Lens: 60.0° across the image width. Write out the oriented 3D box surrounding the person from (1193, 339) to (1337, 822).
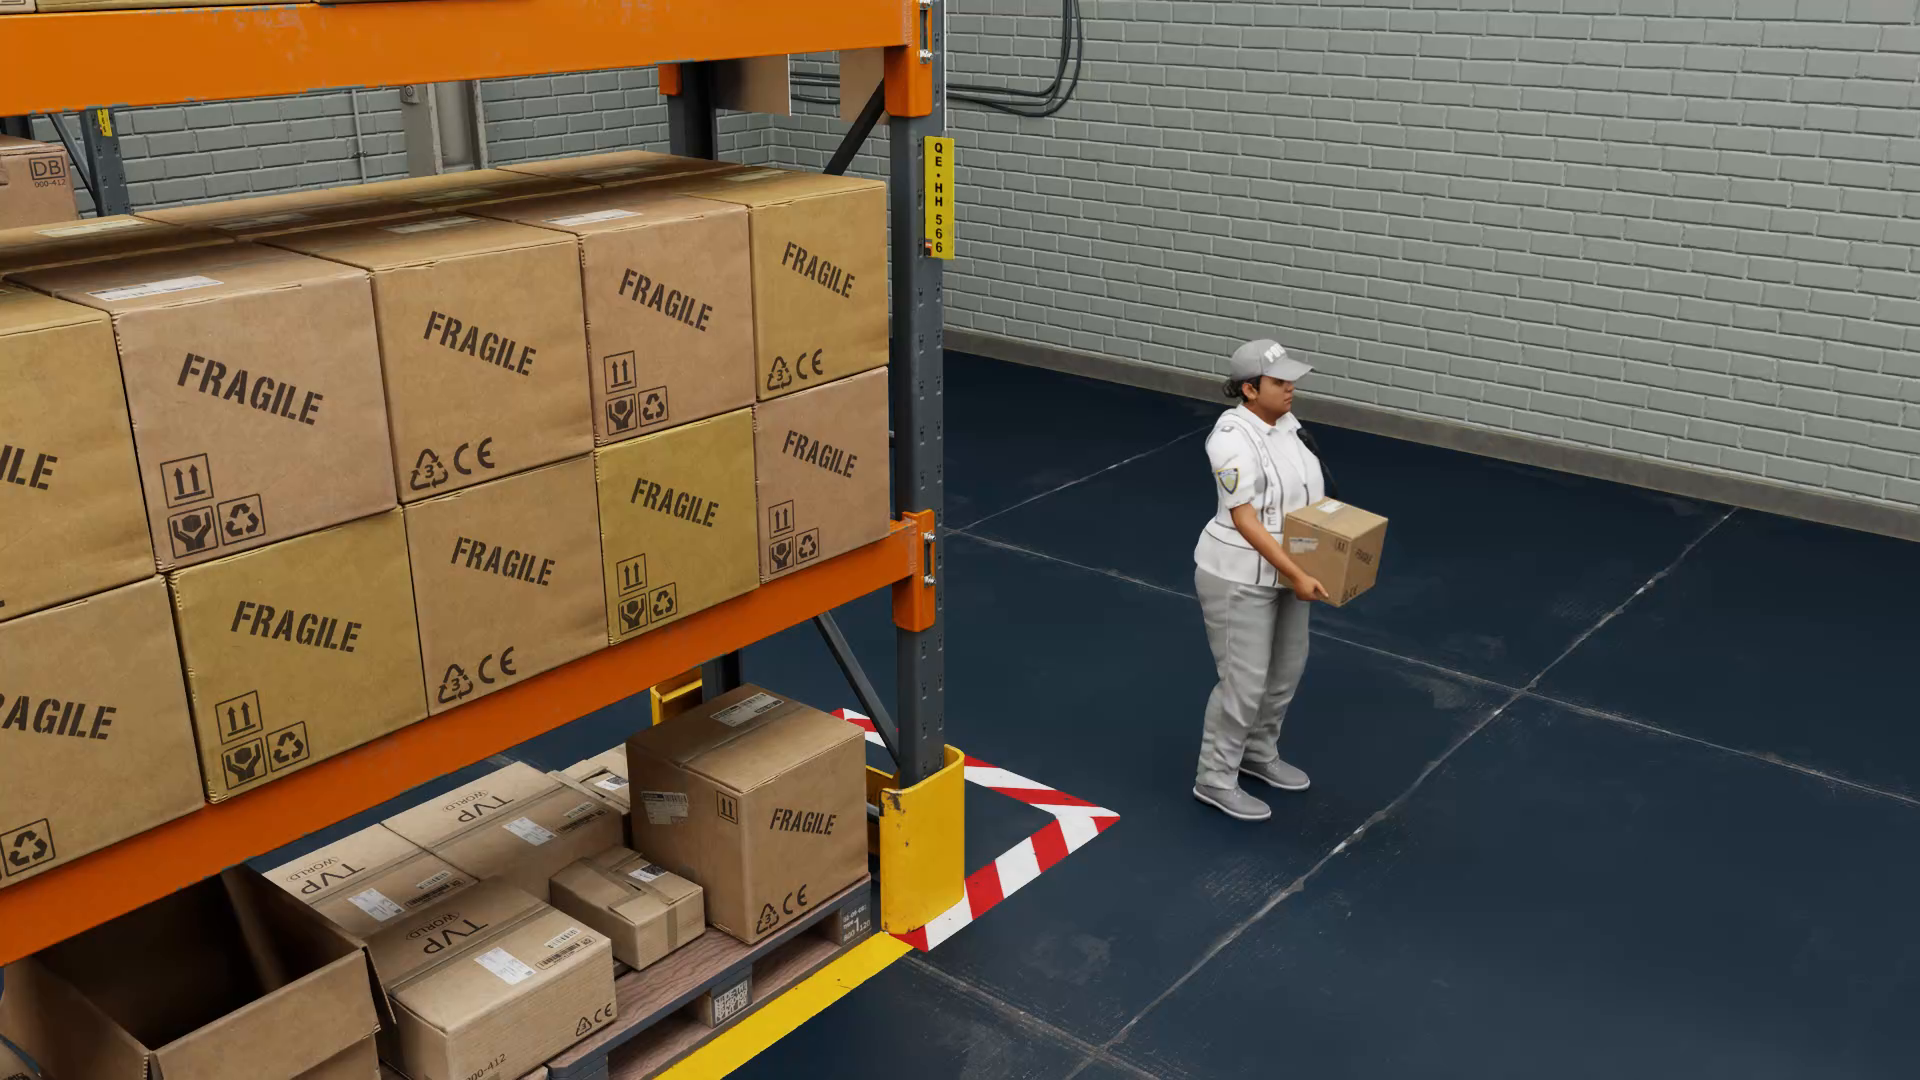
[{"bbox_3d":[1.086,0.144,5.699,0.535,1.655,0.454,16,26,37],"label":"person"}]
